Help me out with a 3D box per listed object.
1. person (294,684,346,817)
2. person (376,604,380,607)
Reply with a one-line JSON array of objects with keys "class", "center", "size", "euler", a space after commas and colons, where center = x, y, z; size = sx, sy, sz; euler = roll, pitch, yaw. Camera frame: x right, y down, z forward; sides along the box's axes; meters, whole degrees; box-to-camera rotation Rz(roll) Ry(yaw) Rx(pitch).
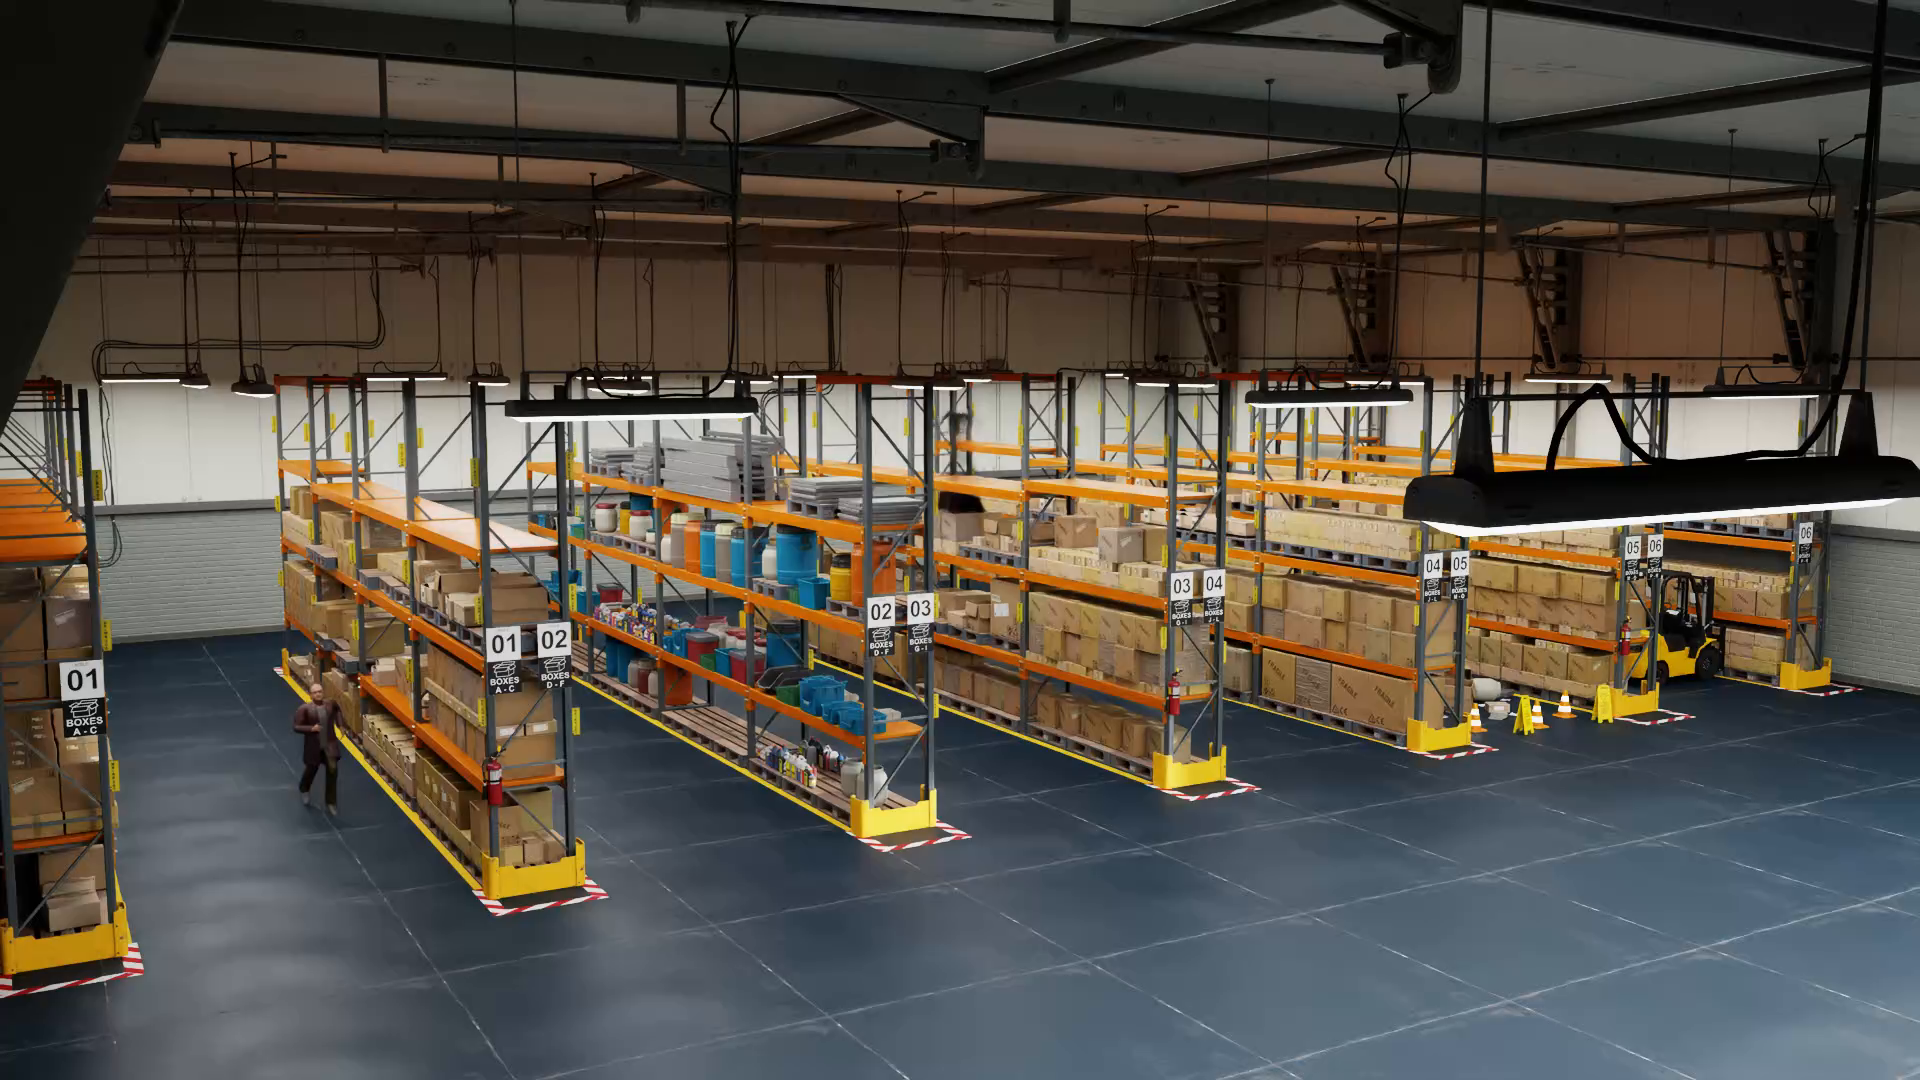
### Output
[{"class": "person", "center": [-8.978, 2.901, 23.307], "size": [0.728, 1.829, 1.002], "euler": [-4, 8, -35]}, {"class": "person", "center": [-12.111, 1.715, 34.600], "size": [0.607, 1.698, 0.672], "euler": [4, 8, 34]}]
